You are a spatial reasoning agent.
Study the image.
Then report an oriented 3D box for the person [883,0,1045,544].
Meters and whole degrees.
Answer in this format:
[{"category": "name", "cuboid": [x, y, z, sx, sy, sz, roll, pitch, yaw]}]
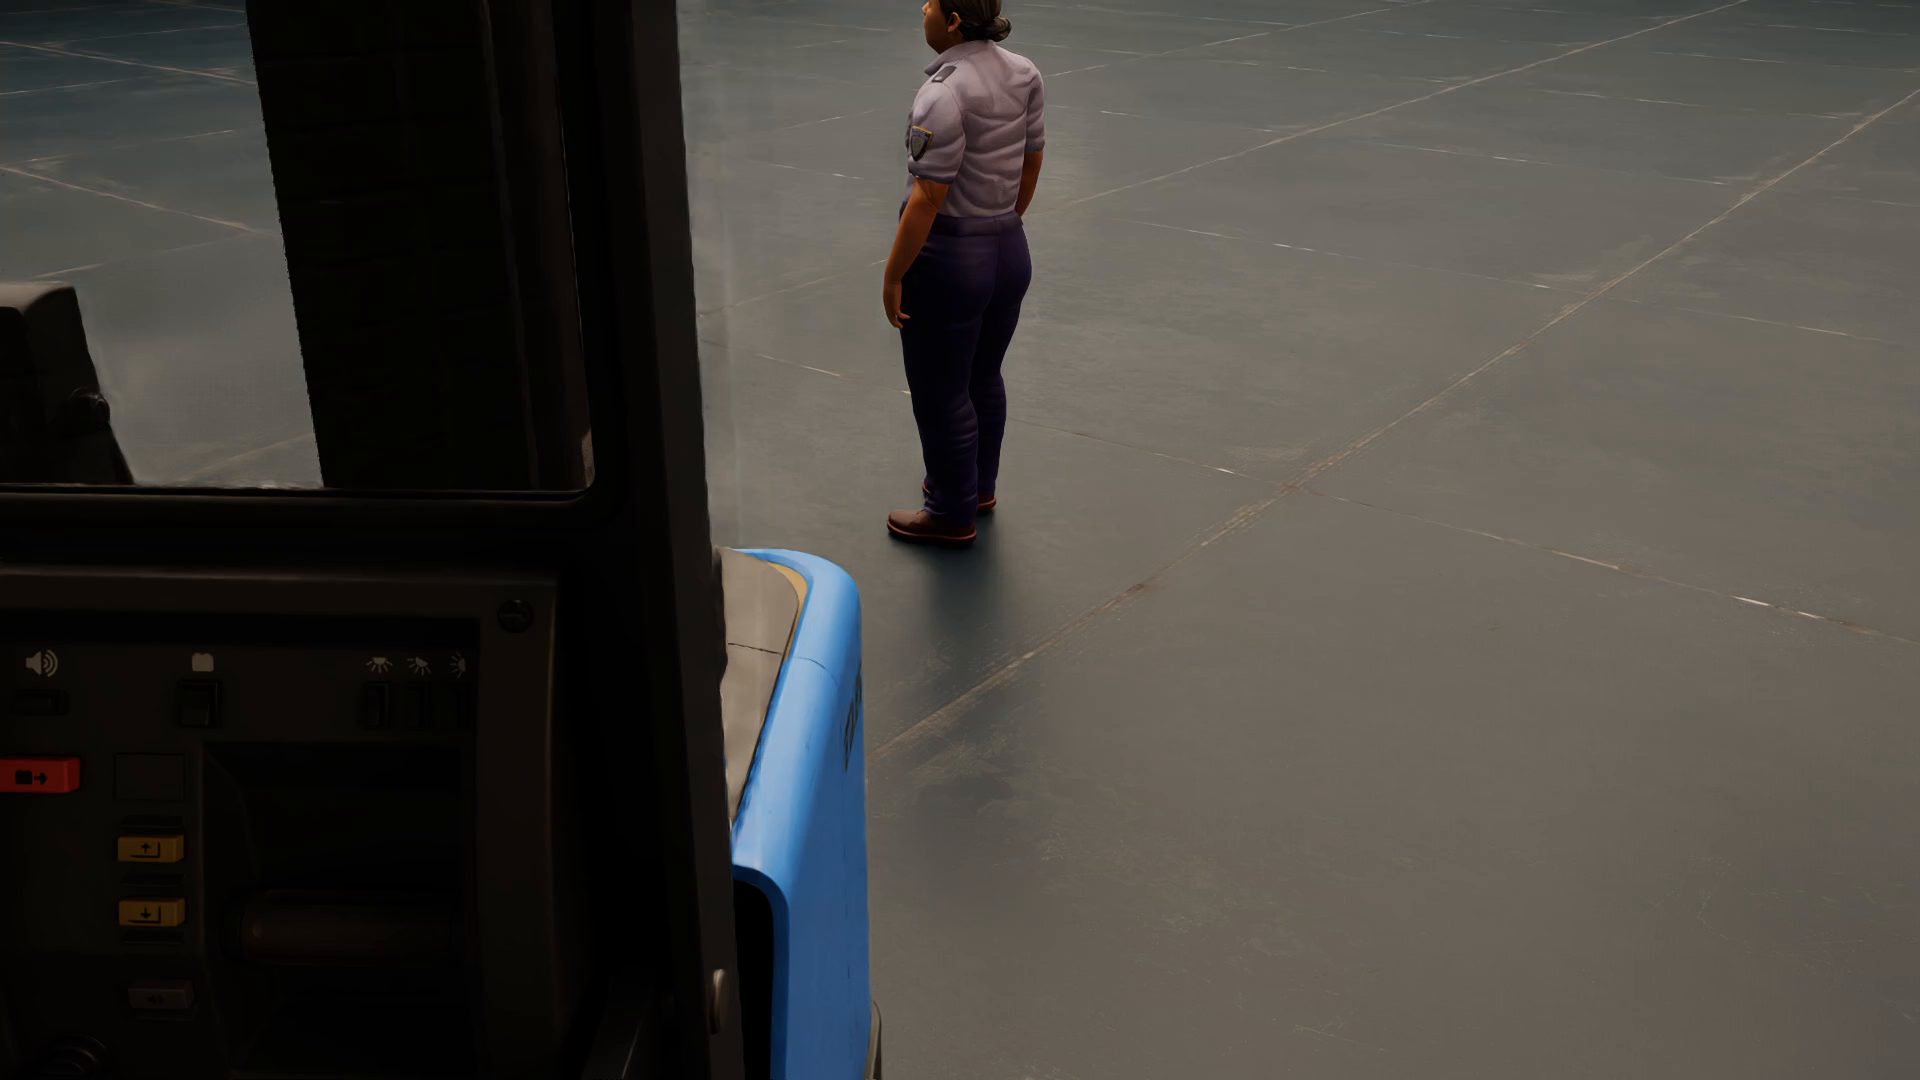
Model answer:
[{"category": "person", "cuboid": [-0.057, -0.788, 4.752, 0.502, 1.643, 0.598, 17, 29, 34]}]
